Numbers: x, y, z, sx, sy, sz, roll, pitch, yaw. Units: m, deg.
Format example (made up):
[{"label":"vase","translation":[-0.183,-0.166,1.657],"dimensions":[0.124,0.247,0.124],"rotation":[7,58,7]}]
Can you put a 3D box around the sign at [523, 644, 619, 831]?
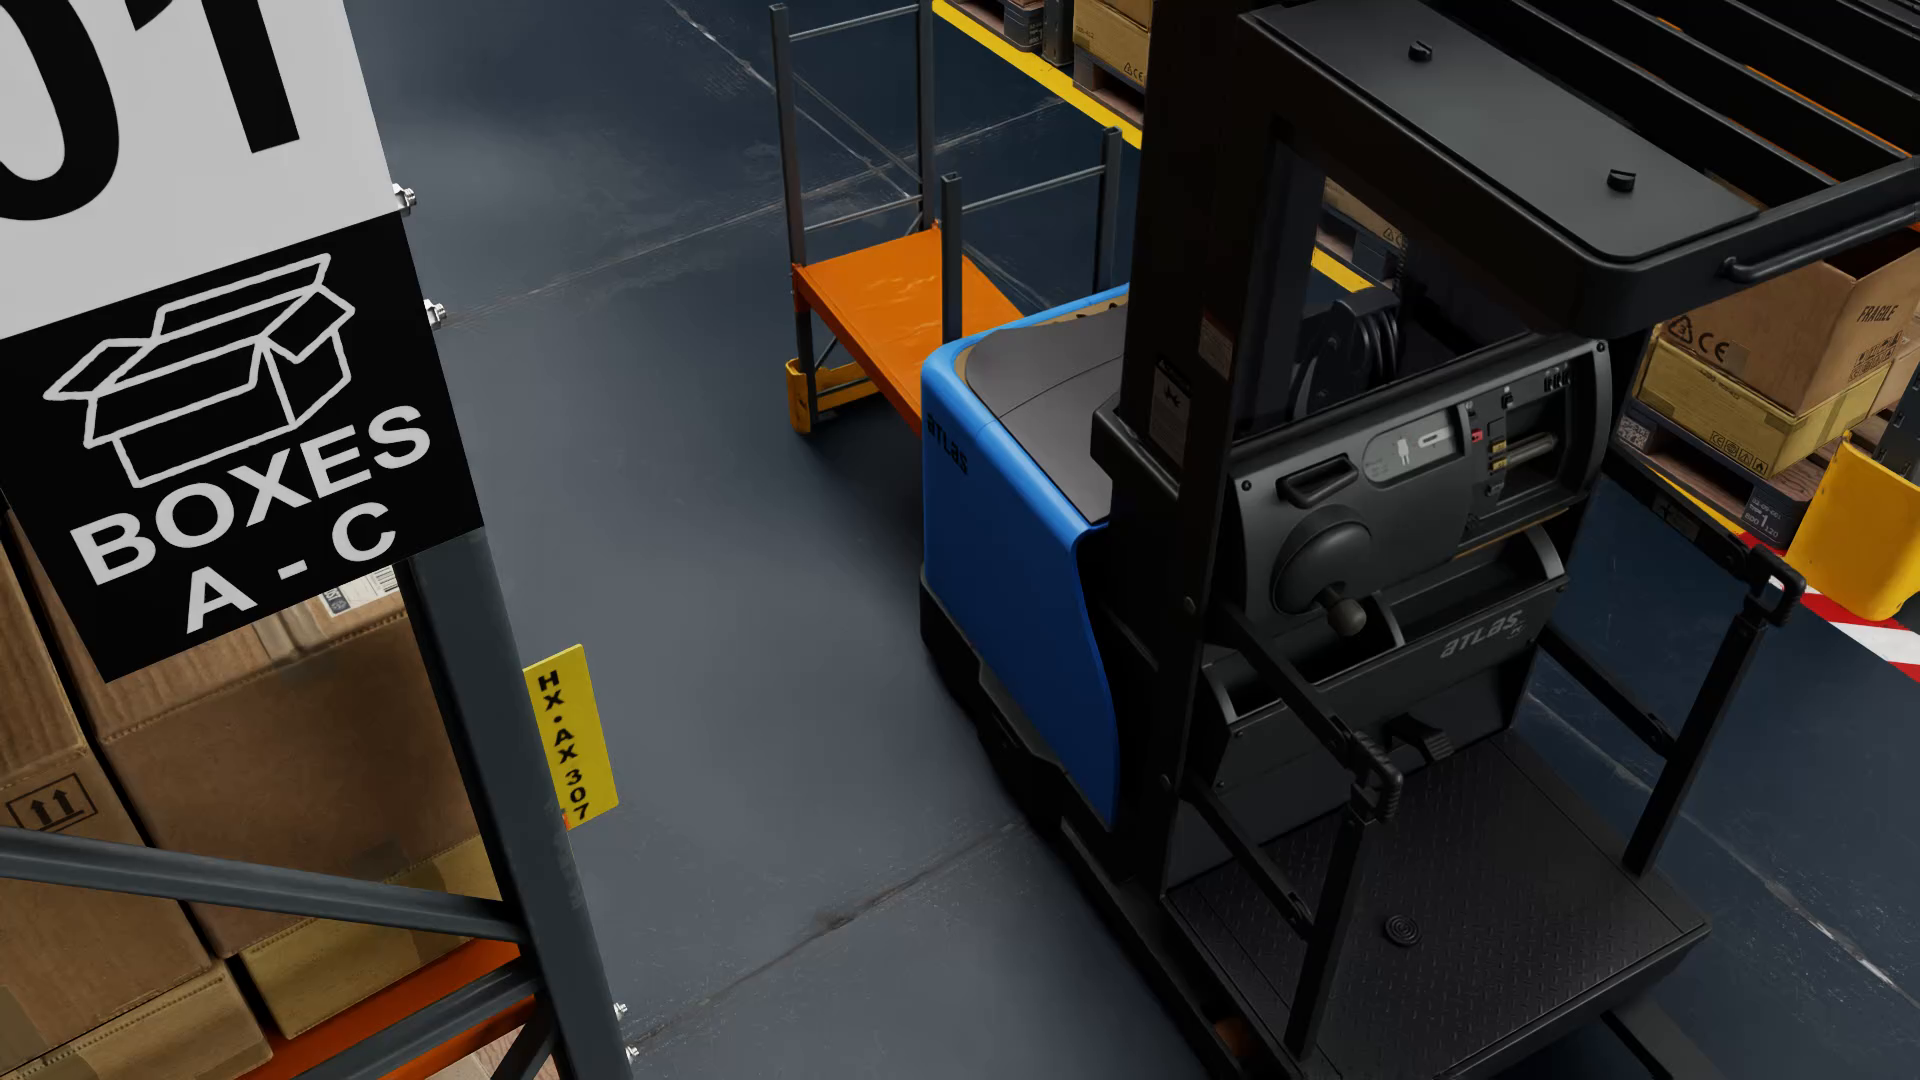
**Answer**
[{"label":"sign","translation":[-0.514,0.267,2.171],"dimensions":[0.100,0.325,0.005],"rotation":[-26,49,-24]}]

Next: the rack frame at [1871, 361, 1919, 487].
[{"label":"rack frame","translation":[3.102,-1.164,4.297],"dimensions":[1.000,3.000,0.127],"rotation":[-26,49,-24]}]

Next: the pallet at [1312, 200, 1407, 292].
[{"label":"pallet","translation":[1.936,-1.263,6.420],"dimensions":[1.003,0.211,1.213],"rotation":[-26,49,-24]}]

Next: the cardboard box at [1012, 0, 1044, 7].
[{"label":"cardboard box","translation":[0.339,-2.707,7.601],"dimensions":[0.500,0.250,0.500],"rotation":[-26,50,-25]}]

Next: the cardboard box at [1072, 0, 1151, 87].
[{"label":"cardboard box","translation":[0.830,-2.205,7.074],"dimensions":[0.500,0.250,0.500],"rotation":[-26,49,-24]}]

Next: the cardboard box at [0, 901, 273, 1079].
[{"label":"cardboard box","translation":[-1.385,0.654,2.487],"dimensions":[0.500,0.250,0.500],"rotation":[-25,49,-24]}]

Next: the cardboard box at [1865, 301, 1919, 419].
[{"label":"cardboard box","translation":[2.978,-0.713,5.512],"dimensions":[0.500,0.250,0.500],"rotation":[-26,49,-24]}]

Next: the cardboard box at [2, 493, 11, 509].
[{"label":"cardboard box","translation":[-1.260,-0.102,2.736],"dimensions":[0.500,0.500,0.500],"rotation":[-26,49,-24]}]

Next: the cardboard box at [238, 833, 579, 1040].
[{"label":"cardboard box","translation":[-0.978,0.440,2.711],"dimensions":[0.500,0.250,0.500],"rotation":[-27,50,-26]}]

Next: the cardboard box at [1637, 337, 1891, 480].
[{"label":"cardboard box","translation":[2.553,-0.509,5.298],"dimensions":[0.500,0.250,0.500],"rotation":[-26,49,-24]}]

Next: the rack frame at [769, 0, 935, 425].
[{"label":"rack frame","translation":[-0.307,-1.021,5.233],"dimensions":[0.500,1.500,0.032],"rotation":[-21,47,-20]}]

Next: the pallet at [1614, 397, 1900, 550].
[{"label":"pallet","translation":[2.630,-0.572,5.696],"dimensions":[1.003,0.211,1.213],"rotation":[-26,49,-24]}]

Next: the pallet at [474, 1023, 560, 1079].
[{"label":"pallet","translation":[-1.438,1.286,3.750],"dimensions":[1.003,0.211,1.213],"rotation":[-26,49,-24]}]

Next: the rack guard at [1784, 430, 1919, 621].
[{"label":"rack guard","translation":[3.116,-0.246,5.146],"dimensions":[1.175,0.500,0.348],"rotation":[-26,49,-24]}]

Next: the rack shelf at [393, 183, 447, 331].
[{"label":"rack shelf","translation":[-2.103,-1.163,2.644],"dimensions":[1.077,0.370,4.000],"rotation":[-26,49,-24]}]

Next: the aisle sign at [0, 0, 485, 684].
[{"label":"aisle sign","translation":[-0.672,-0.223,1.429],"dimensions":[0.394,0.787,0.004],"rotation":[-26,49,-24]}]

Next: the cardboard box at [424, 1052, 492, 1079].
[{"label":"cardboard box","translation":[-1.281,1.181,3.469],"dimensions":[0.500,0.311,0.500],"rotation":[-31,52,-29]}]

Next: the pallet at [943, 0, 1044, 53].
[{"label":"pallet","translation":[0.360,-2.823,8.054],"dimensions":[1.003,0.211,1.213],"rotation":[-26,49,-24]}]

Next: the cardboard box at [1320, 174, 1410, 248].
[{"label":"cardboard box","translation":[1.685,-1.353,6.182],"dimensions":[0.500,0.250,0.500],"rotation":[-26,49,-24]}]

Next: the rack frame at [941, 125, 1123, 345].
[{"label":"rack frame","translation":[0.180,-0.405,4.588],"dimensions":[0.500,1.500,0.032],"rotation":[-21,47,-20]}]

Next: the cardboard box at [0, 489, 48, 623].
[{"label":"cardboard box","translation":[-1.683,0.099,2.526],"dimensions":[0.500,0.500,0.500],"rotation":[-25,49,-24]}]

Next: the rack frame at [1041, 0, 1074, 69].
[{"label":"rack frame","translation":[0.814,-3.430,6.670],"dimensions":[1.000,3.000,0.127],"rotation":[-26,49,-24]}]

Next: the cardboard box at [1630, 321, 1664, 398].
[{"label":"cardboard box","translation":[2.257,-0.787,5.589],"dimensions":[0.500,0.250,0.500],"rotation":[-26,49,-24]}]

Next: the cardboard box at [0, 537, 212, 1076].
[{"label":"cardboard box","translation":[-1.403,0.388,2.223],"dimensions":[0.500,0.500,0.500],"rotation":[-26,50,-25]}]

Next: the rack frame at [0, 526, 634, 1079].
[{"label":"rack frame","translation":[-0.956,0.793,2.247],"dimensions":[0.949,2.616,0.053],"rotation":[-26,49,-24]}]

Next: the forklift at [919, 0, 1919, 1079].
[{"label":"forklift","translation":[1.032,-0.028,3.157],"dimensions":[1.130,2.935,3.031],"rotation":[-21,47,-20]}]

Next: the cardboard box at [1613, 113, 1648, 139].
[{"label":"cardboard box","translation":[1.967,-1.340,5.625],"dimensions":[0.500,0.500,0.500],"rotation":[-26,49,-24]}]

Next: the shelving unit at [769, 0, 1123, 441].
[{"label":"shelving unit","translation":[-0.068,-0.718,4.916],"dimensions":[0.587,1.500,1.083],"rotation":[-21,47,-20]}]

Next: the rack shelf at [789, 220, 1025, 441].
[{"label":"rack shelf","translation":[-0.063,-0.583,5.035],"dimensions":[0.538,0.185,1.000],"rotation":[-21,47,-20]}]

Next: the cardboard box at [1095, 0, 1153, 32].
[{"label":"cardboard box","translation":[0.822,-2.472,6.811],"dimensions":[0.500,0.500,0.500],"rotation":[-26,49,-24]}]

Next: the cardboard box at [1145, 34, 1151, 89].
[{"label":"cardboard box","translation":[1.112,-1.919,6.775],"dimensions":[0.500,0.250,0.500],"rotation":[-26,49,-24]}]

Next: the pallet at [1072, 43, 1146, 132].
[{"label":"pallet","translation":[1.234,-1.954,7.144],"dimensions":[1.003,0.211,1.213],"rotation":[-26,49,-24]}]

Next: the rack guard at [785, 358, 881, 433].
[{"label":"rack guard","translation":[-0.306,-0.568,5.664],"dimensions":[0.587,0.250,0.087],"rotation":[-21,47,-20]}]

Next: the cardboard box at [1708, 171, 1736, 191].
[{"label":"cardboard box","translation":[2.690,-1.267,5.549],"dimensions":[0.500,0.500,0.500],"rotation":[-26,49,-24]}]

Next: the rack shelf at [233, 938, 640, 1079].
[{"label":"rack shelf","translation":[-2.103,-0.078,3.680],"dimensions":[1.077,0.370,4.000],"rotation":[-26,49,-24]}]

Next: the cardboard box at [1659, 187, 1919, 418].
[{"label":"cardboard box","translation":[2.551,-0.779,5.038],"dimensions":[0.500,0.500,0.500],"rotation":[-26,49,-24]}]

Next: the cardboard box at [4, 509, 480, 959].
[{"label":"cardboard box","translation":[-0.986,0.181,2.439],"dimensions":[0.500,0.500,0.500],"rotation":[-26,49,-24]}]
